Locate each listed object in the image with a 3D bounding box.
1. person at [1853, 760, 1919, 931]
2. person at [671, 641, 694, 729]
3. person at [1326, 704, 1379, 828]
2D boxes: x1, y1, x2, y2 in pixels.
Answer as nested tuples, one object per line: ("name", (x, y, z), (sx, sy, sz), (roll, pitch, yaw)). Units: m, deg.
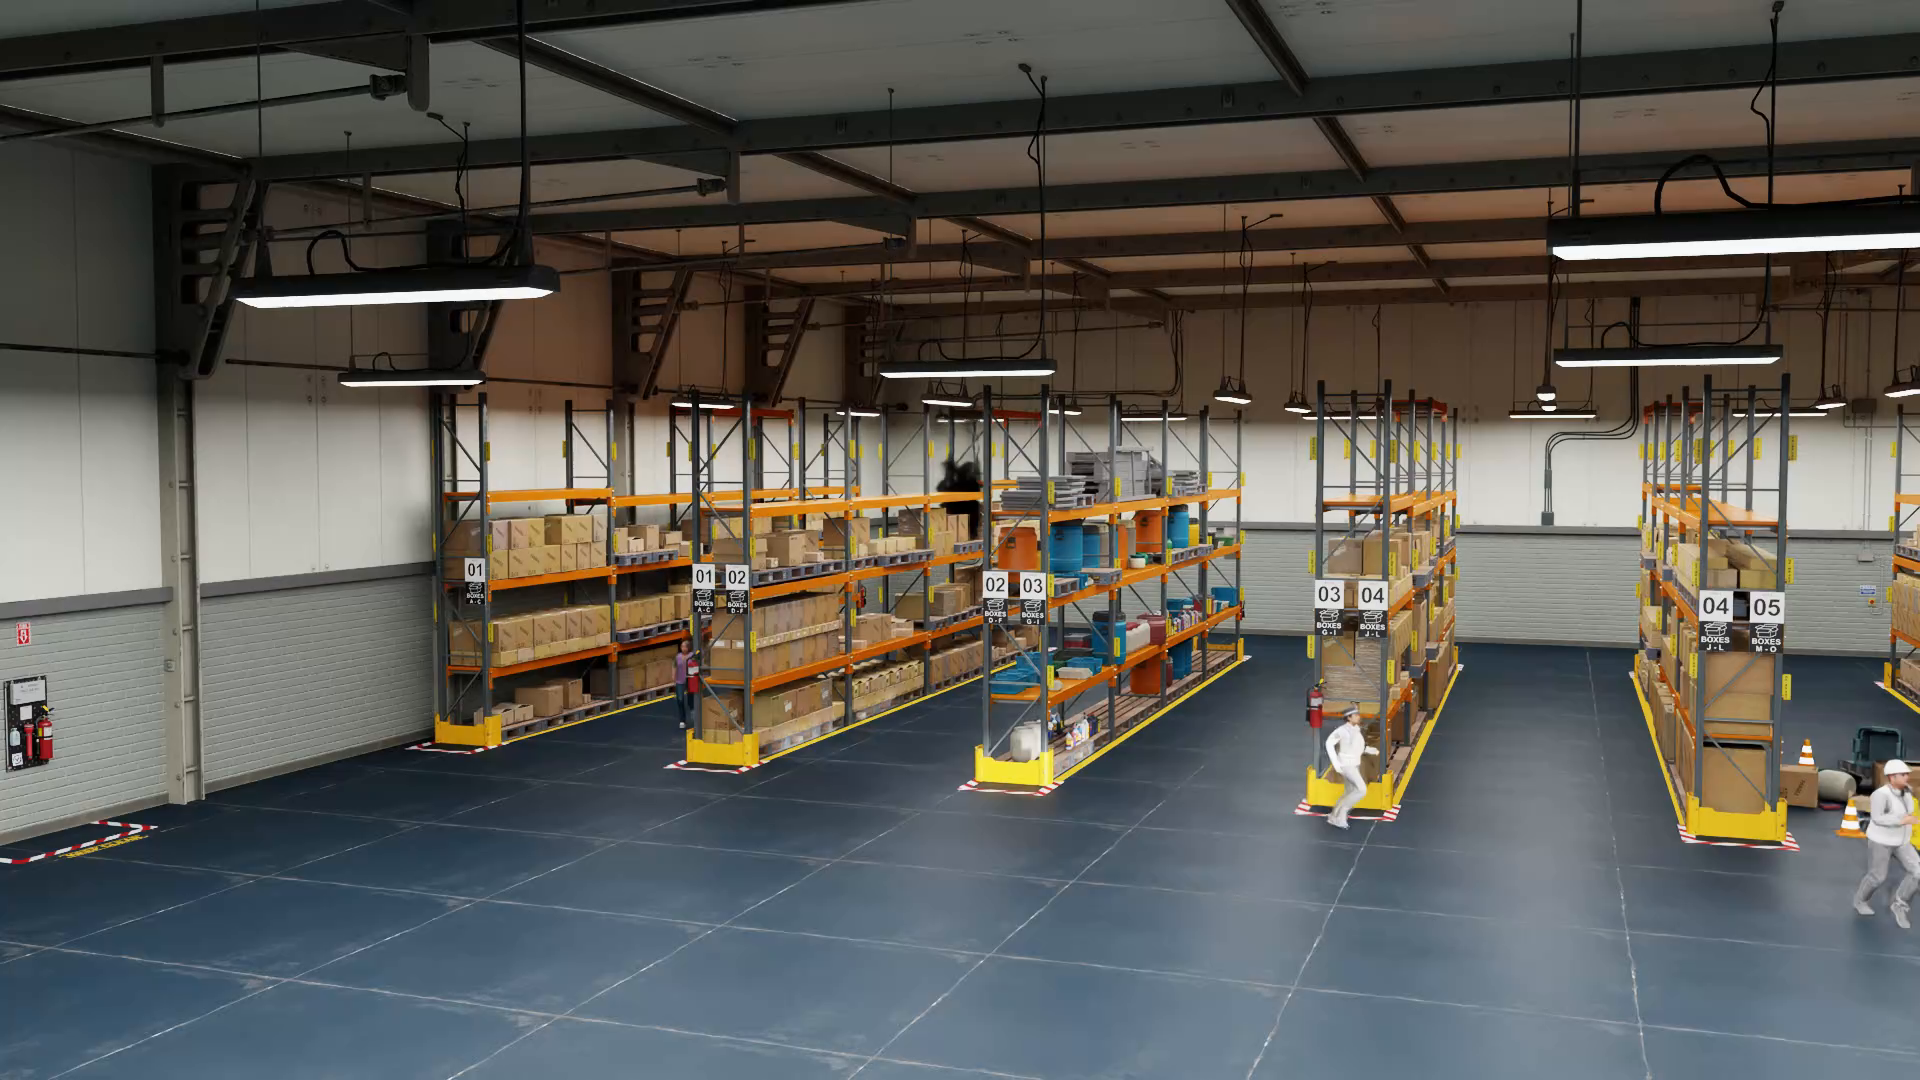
("person", (9.802, 3.187, 17.530), (0.680, 1.787, 0.825), (-1, 3, -21))
("person", (-4.992, 2.609, 30.218), (0.547, 1.563, 0.755), (0, 3, 3))
("person", (5.189, 2.996, 22.047), (0.657, 1.650, 0.638), (2, 4, 37))
